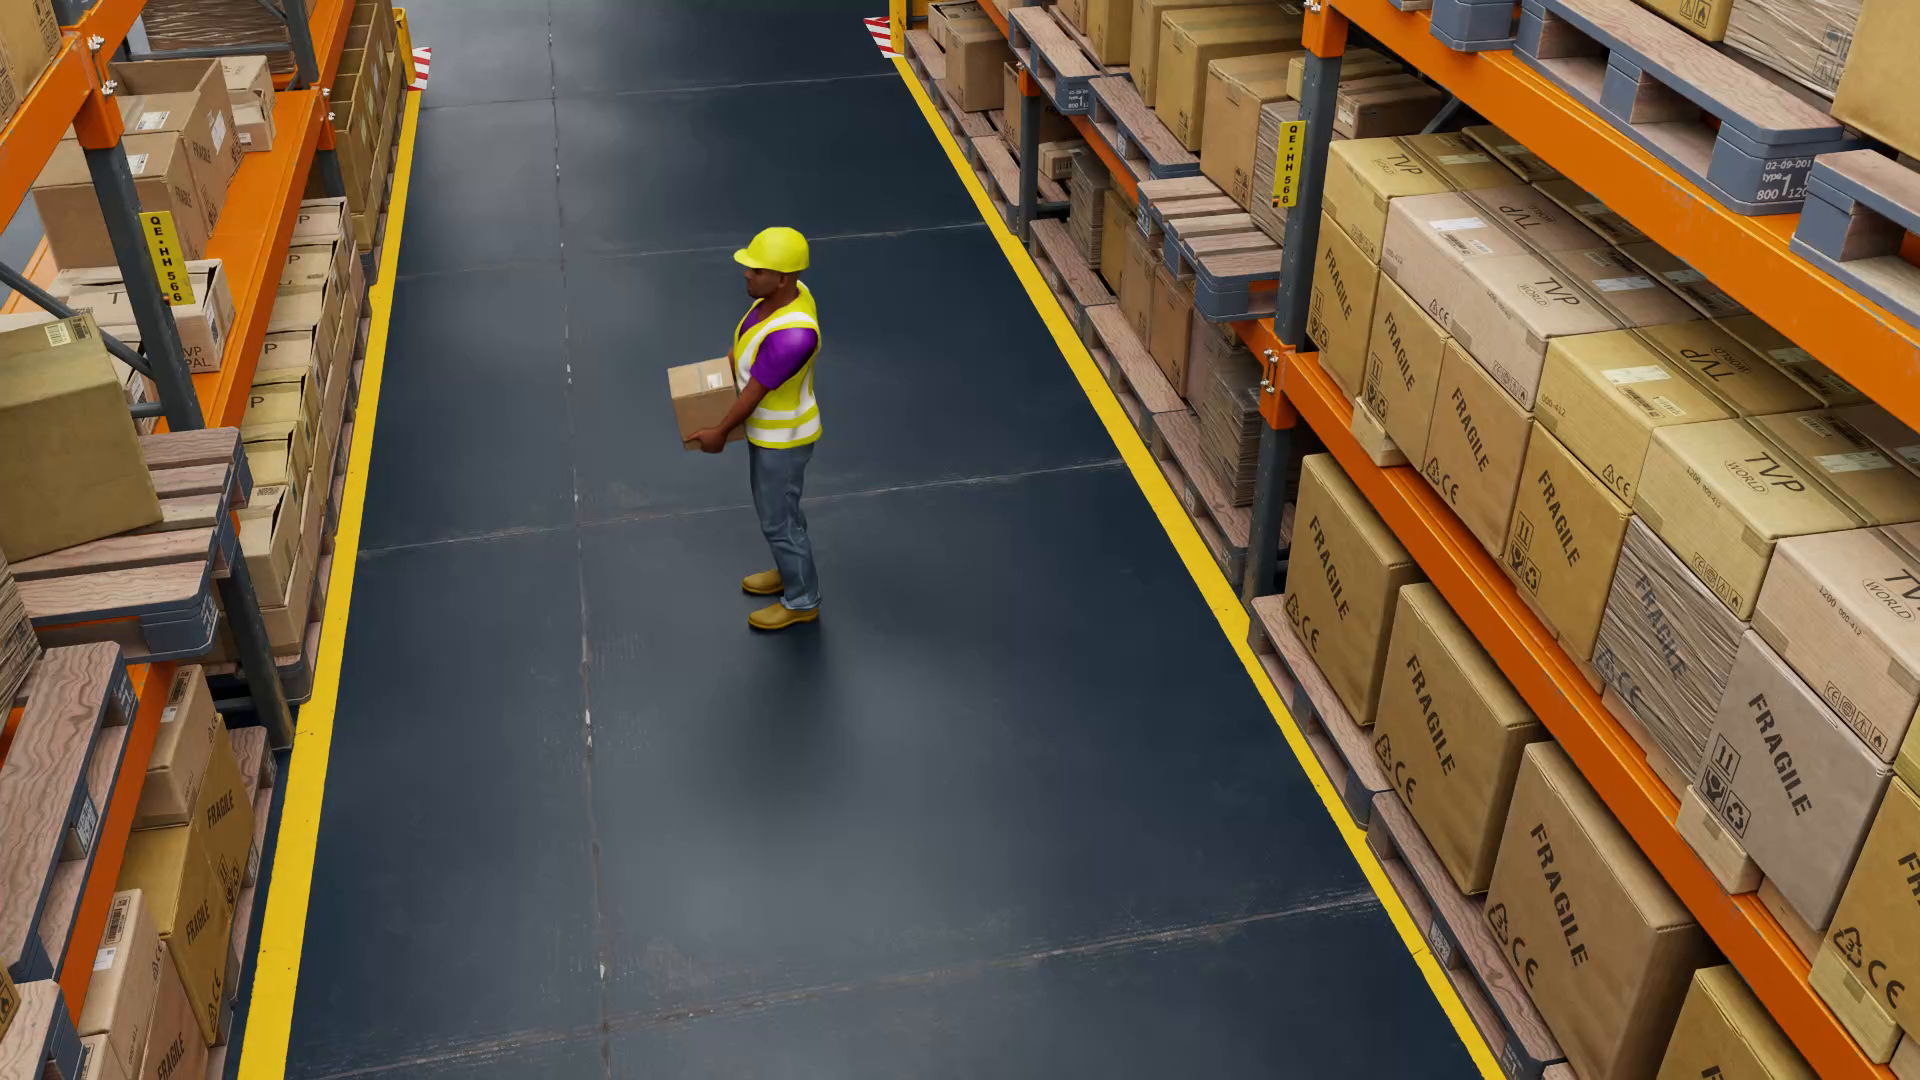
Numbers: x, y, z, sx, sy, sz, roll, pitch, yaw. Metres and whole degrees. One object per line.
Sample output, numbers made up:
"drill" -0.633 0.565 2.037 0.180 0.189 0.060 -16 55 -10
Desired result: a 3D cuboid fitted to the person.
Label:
"person" -0.839 -0.437 6.769 0.578 1.761 0.504 -7 35 -10
